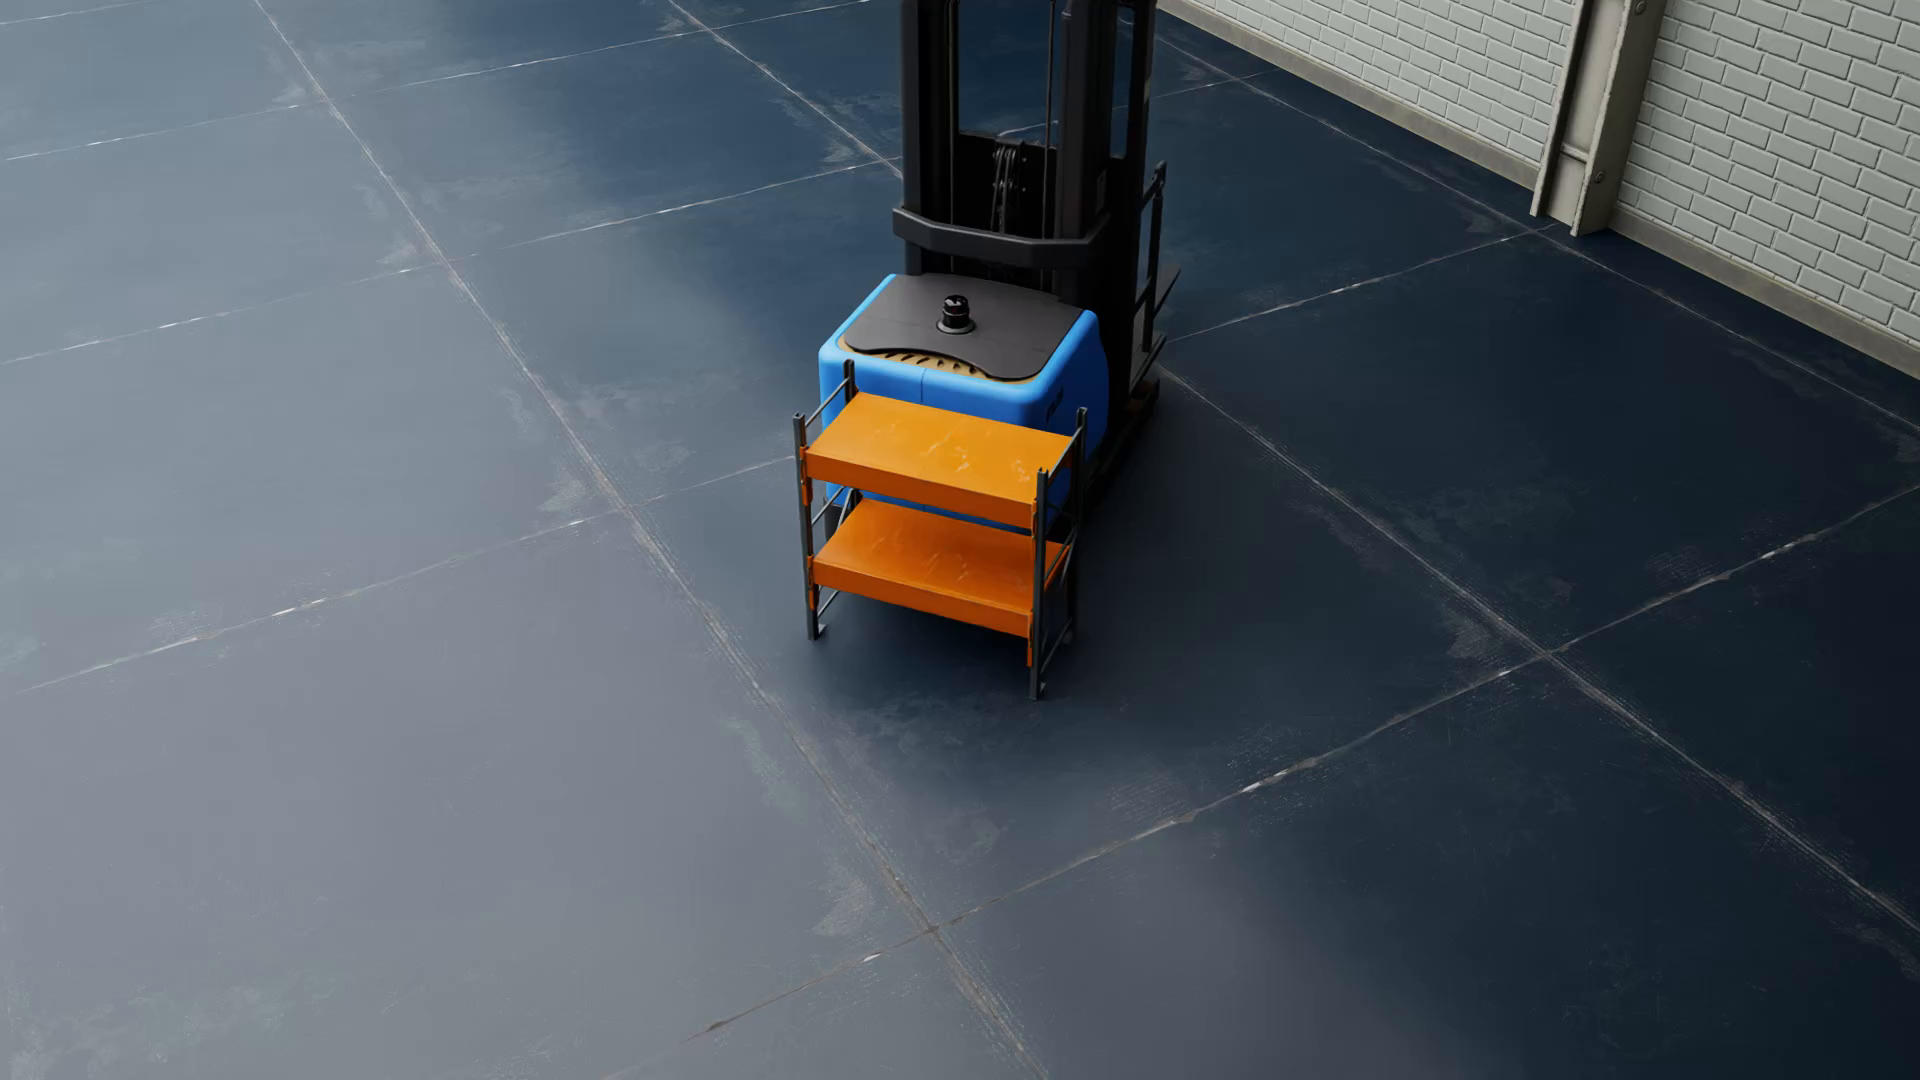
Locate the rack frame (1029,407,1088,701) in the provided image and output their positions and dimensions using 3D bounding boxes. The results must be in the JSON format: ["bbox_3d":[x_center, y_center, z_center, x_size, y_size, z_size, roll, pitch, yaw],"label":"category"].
[{"bbox_3d":[0.395,0.068,6.703,0.032,1.125,0.500,14,38,18],"label":"rack frame"}]

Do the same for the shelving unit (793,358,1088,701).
[{"bbox_3d":[-0.075,-0.045,6.858,1.048,1.125,0.538,14,38,18],"label":"shelving unit"}]

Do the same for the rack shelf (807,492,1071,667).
[{"bbox_3d":[-0.075,0.152,7.002,1.000,0.278,0.538,14,38,18],"label":"rack shelf"}]

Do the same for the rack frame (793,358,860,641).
[{"bbox_3d":[-0.546,-0.158,7.013,0.032,1.125,0.500,14,38,18],"label":"rack frame"}]

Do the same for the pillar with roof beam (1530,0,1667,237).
[{"bbox_3d":[0.138,-4.386,6.126,9.100,9.000,0.400,-19,40,-24],"label":"pillar with roof beam"}]

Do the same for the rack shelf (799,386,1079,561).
[{"bbox_3d":[-0.075,-0.281,6.685,1.000,0.278,0.538,14,38,18],"label":"rack shelf"}]

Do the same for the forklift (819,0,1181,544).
[{"bbox_3d":[0.394,-1.824,7.763,1.130,2.935,3.031,13,38,17],"label":"forklift"}]
